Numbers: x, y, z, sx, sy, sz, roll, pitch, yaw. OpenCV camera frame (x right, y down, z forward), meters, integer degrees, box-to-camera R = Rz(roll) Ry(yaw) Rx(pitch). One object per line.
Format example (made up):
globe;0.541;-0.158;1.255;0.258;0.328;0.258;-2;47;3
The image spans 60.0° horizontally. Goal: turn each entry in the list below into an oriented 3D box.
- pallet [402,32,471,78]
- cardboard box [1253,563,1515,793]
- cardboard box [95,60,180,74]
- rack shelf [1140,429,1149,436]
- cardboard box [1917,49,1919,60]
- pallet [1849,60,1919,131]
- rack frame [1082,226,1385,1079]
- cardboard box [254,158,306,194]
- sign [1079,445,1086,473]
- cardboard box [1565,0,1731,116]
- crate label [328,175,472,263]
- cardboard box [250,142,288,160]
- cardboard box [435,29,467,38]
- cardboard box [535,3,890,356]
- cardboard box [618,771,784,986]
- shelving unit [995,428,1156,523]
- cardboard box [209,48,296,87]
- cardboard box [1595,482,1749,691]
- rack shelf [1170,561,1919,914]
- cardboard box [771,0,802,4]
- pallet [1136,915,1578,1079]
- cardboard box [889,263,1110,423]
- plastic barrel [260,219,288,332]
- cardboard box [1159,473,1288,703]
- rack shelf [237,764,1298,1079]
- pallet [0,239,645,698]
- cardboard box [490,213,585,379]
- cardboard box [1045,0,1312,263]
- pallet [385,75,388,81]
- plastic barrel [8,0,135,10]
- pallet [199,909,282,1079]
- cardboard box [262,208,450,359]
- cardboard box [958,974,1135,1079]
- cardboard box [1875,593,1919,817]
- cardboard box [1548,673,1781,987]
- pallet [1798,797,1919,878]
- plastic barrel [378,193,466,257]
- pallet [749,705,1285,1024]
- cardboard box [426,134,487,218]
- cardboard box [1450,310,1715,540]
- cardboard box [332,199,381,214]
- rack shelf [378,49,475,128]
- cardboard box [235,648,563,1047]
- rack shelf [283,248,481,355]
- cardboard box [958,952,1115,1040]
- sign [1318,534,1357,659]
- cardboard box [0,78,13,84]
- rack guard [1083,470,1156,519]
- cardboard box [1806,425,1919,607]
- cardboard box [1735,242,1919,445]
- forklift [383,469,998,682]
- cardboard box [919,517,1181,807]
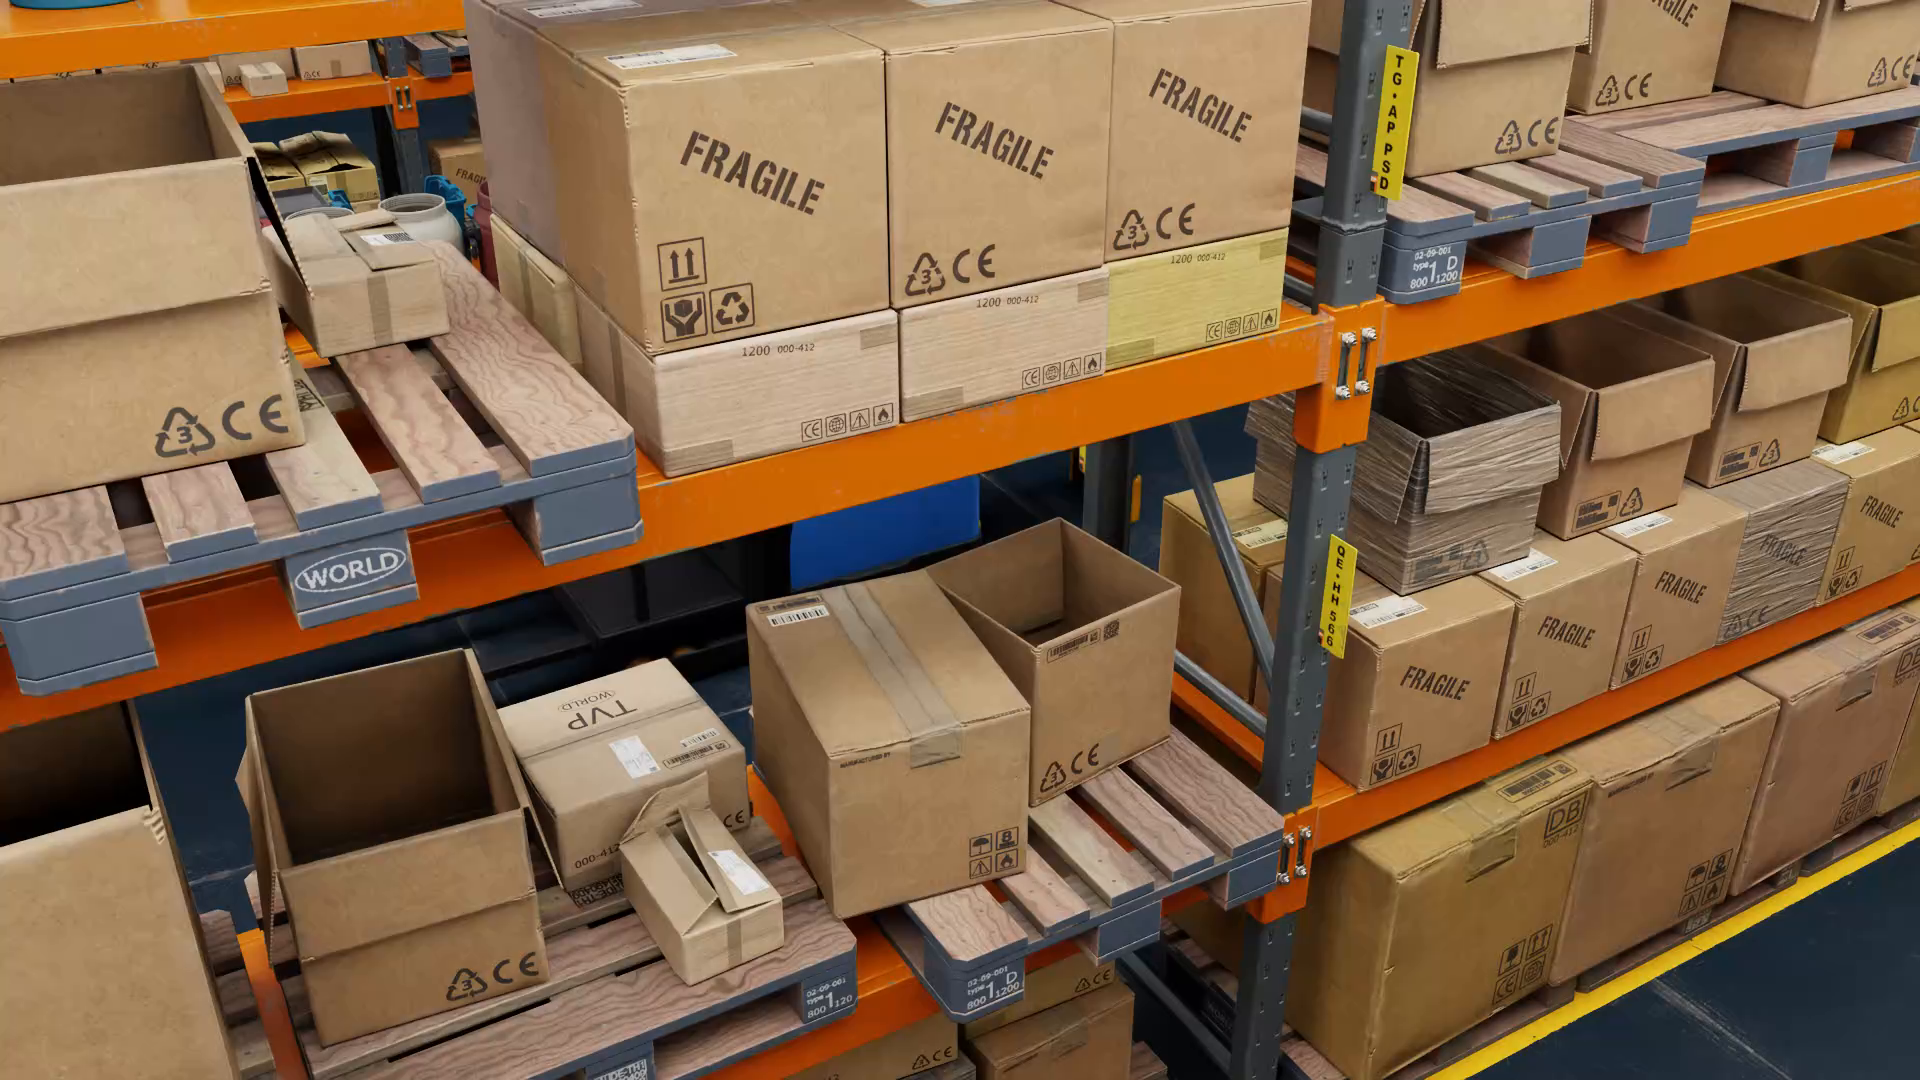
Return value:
pallet;-3.785;-3.844;12.810;1.003;0.211;1.213;-16;33;-26
cardboard box;1.239;0.345;4.916;0.500;0.500;0.500;-15;32;-25
cardboard box;-5.772;-3.359;11.629;0.500;0.500;0.500;-18;34;-29
rack shelf;0.431;-0.620;8.694;1.000;0.185;0.538;-16;33;-26
cardboard box;3.139;-1.811;5.481;0.500;0.311;0.500;-17;33;-28
pallet;3.365;-1.569;5.582;1.217;0.209;0.805;-17;33;-28
rack frame;0.682;0.395;4.930;0.127;3.000;1.000;-16;33;-26
cardboard box;-5.105;-2.598;12.183;0.500;0.311;0.500;-16;33;-27
sign;0.398;-0.343;5.068;0.005;0.325;0.100;-16;33;-26
cardboard box;1.871;-1.573;4.854;0.500;0.500;0.500;-14;32;-24
crate label;-2.821;-1.554;8.424;0.616;0.435;0.502;-16;33;-26
cardboard box;-5.383;-2.821;12.587;0.500;0.311;0.500;-17;33;-28
cardboard box;-3.848;-4.162;12.648;0.700;0.500;0.500;22;36;34
cardboard box;-0.474;-0.715;3.216;0.500;0.500;0.500;-15;32;-25
cardboard box;-0.619;0.790;3.918;0.258;0.266;0.396;-17;33;-28
shelving unit;0.439;-0.780;8.611;1.083;1.500;0.587;-16;33;-26
cardboard box;-5.203;-3.556;12.181;0.500;0.311;0.500;-16;33;-27
cardboard box;2.122;0.091;5.377;0.500;0.500;0.500;-16;33;-27
rack shelf;2.406;0.220;5.991;4.000;0.370;1.077;-16;33;-26
cardboard box;-0.293;-1.051;3.824;0.500;0.500;0.500;-16;33;-26
pallet;1.400;1.454;5.897;1.213;0.211;1.003;-16;33;-26
cardboard box;-0.025;-0.507;3.615;0.500;0.250;0.500;-16;33;-27
plastic barrel;-3.335;-1.177;7.638;0.433;0.535;0.433;0;29;0
cardboard box;0.982;0.127;5.312;0.500;0.500;0.500;-15;32;-25
rack shelf;-1.043;1.199;4.217;4.000;0.370;1.077;-16;33;-26
pallet;-1.288;-0.219;3.132;1.003;0.211;1.213;-16;33;-26
cardboard box;-0.734;-0.589;3.763;0.500;0.250;0.500;-15;32;-25
cardboard box;0.397;-0.960;3.660;0.500;0.500;0.500;-15;32;-25
pallet;-6.129;-4.736;17.114;1.213;0.211;1.003;-16;33;-26
plastic barrel;-3.820;-2.757;7.018;0.708;0.901;0.600;-16;33;-26
pallet;-2.034;1.331;3.432;1.213;0.211;1.003;-16;33;-26
cardboard box;-1.201;-0.522;3.293;0.250;0.166;0.380;-17;33;-28
cardboard box;0.114;1.469;5.116;0.500;0.500;0.700;-18;33;-29
cardboard box;3.589;0.327;6.817;0.875;0.875;1.225;-16;33;-26
cardboard box;2.060;0.766;6.022;0.875;0.875;1.225;-16;33;-26
pallet;3.503;0.857;6.979;1.213;0.211;1.003;-16;33;-26
plastic barrel;-2.606;-1.377;8.024;0.421;0.512;0.421;0;29;0
pallet;0.121;0.698;4.580;1.003;0.211;1.213;-16;33;-26
cardboard box;-3.796;-2.824;12.894;0.500;0.500;0.500;-14;32;-24
cardboard box;1.884;-0.419;5.263;0.637;0.503;0.797;-15;32;-25
cardboard box;-4.664;-2.483;12.555;0.500;0.250;0.500;-15;32;-25
rack shelf;-2.609;-3.908;13.471;4.000;0.370;1.077;-16;33;-26
cardboard box;-1.319;0.682;3.868;0.637;0.503;0.797;-12;31;-21
rack shelf;-3.552;-0.864;7.956;4.000;0.370;1.077;-16;33;-26
cardboard box;0.119;1.145;4.927;0.500;0.250;0.500;-14;32;-24
sign;0.965;0.146;4.264;0.005;0.325;0.100;-16;33;-26
cardboard box;-6.658;-3.108;11.173;0.500;0.500;0.500;-13;32;-23
rack guard;0.869;-0.353;9.132;0.087;0.250;0.587;-16;33;-26
cardboard box;2.988;-0.151;5.815;0.500;0.500;0.500;-16;33;-27
cardboard box;2.986;-0.744;5.853;0.637;0.503;0.797;-15;32;-26
forklift;-1.345;-0.906;7.358;3.031;2.935;1.130;-16;33;-26
cardboard box;0.236;0.316;4.535;0.500;0.500;0.500;-20;35;-32
